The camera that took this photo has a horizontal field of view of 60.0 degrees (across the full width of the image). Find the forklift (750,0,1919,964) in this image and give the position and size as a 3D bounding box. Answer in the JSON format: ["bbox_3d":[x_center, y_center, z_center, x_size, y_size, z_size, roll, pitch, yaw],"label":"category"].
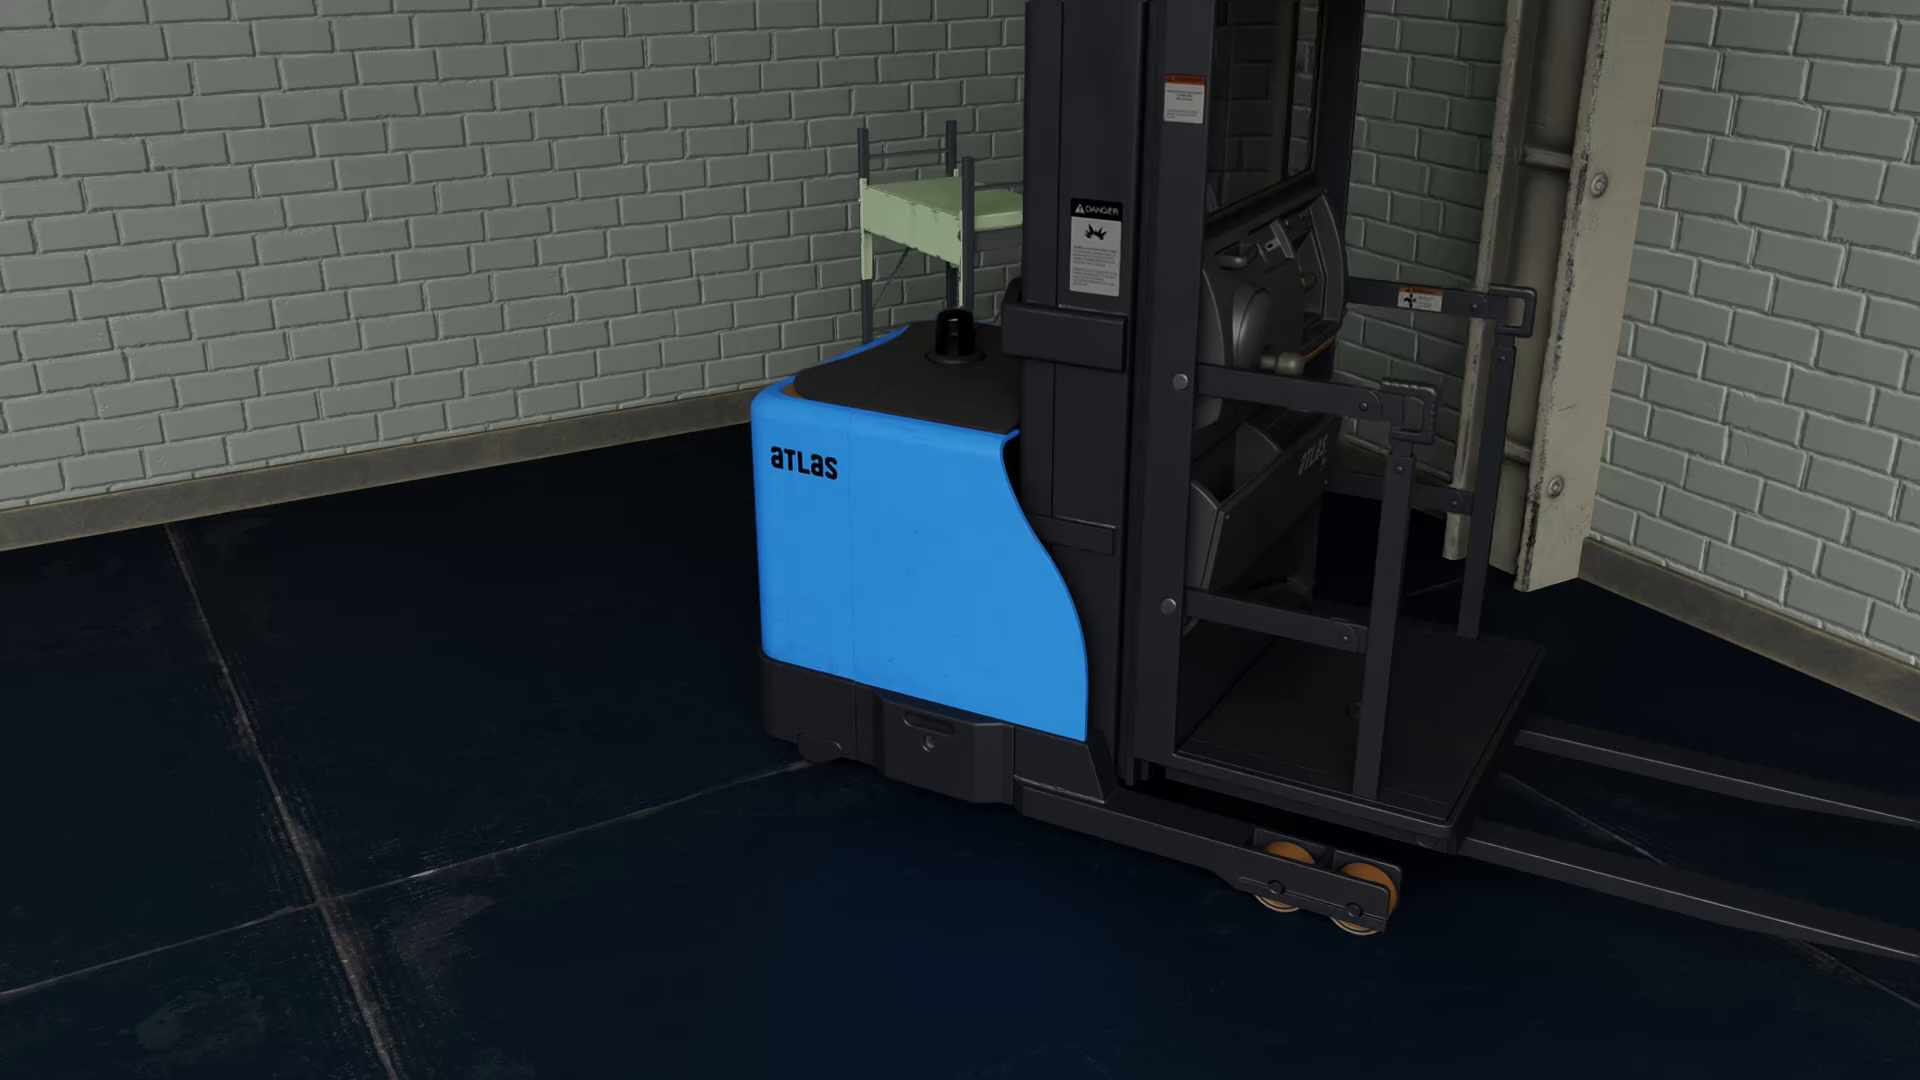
[{"bbox_3d":[0.961,-0.641,3.995,3.031,2.935,1.130,12,25,27],"label":"forklift"}]

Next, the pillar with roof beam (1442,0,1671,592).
[{"bbox_3d":[-1.682,-3.249,2.354,9.100,9.000,0.400,-13,25,-28],"label":"pillar with roof beam"}]

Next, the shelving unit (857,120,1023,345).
[{"bbox_3d":[-0.003,-0.697,6.034,0.431,1.500,0.755,-13,25,-28],"label":"shelving unit"}]

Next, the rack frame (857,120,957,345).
[{"bbox_3d":[-0.190,-0.815,6.326,0.400,1.500,0.023,-13,25,-28],"label":"rack frame"}]

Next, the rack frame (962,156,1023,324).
[{"bbox_3d":[0.184,-0.578,5.743,0.400,1.500,0.023,-13,25,-28],"label":"rack frame"}]

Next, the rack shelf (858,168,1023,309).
[{"bbox_3d":[-0.003,-1.058,5.887,0.431,0.370,0.720,-13,25,-28],"label":"rack shelf"}]
